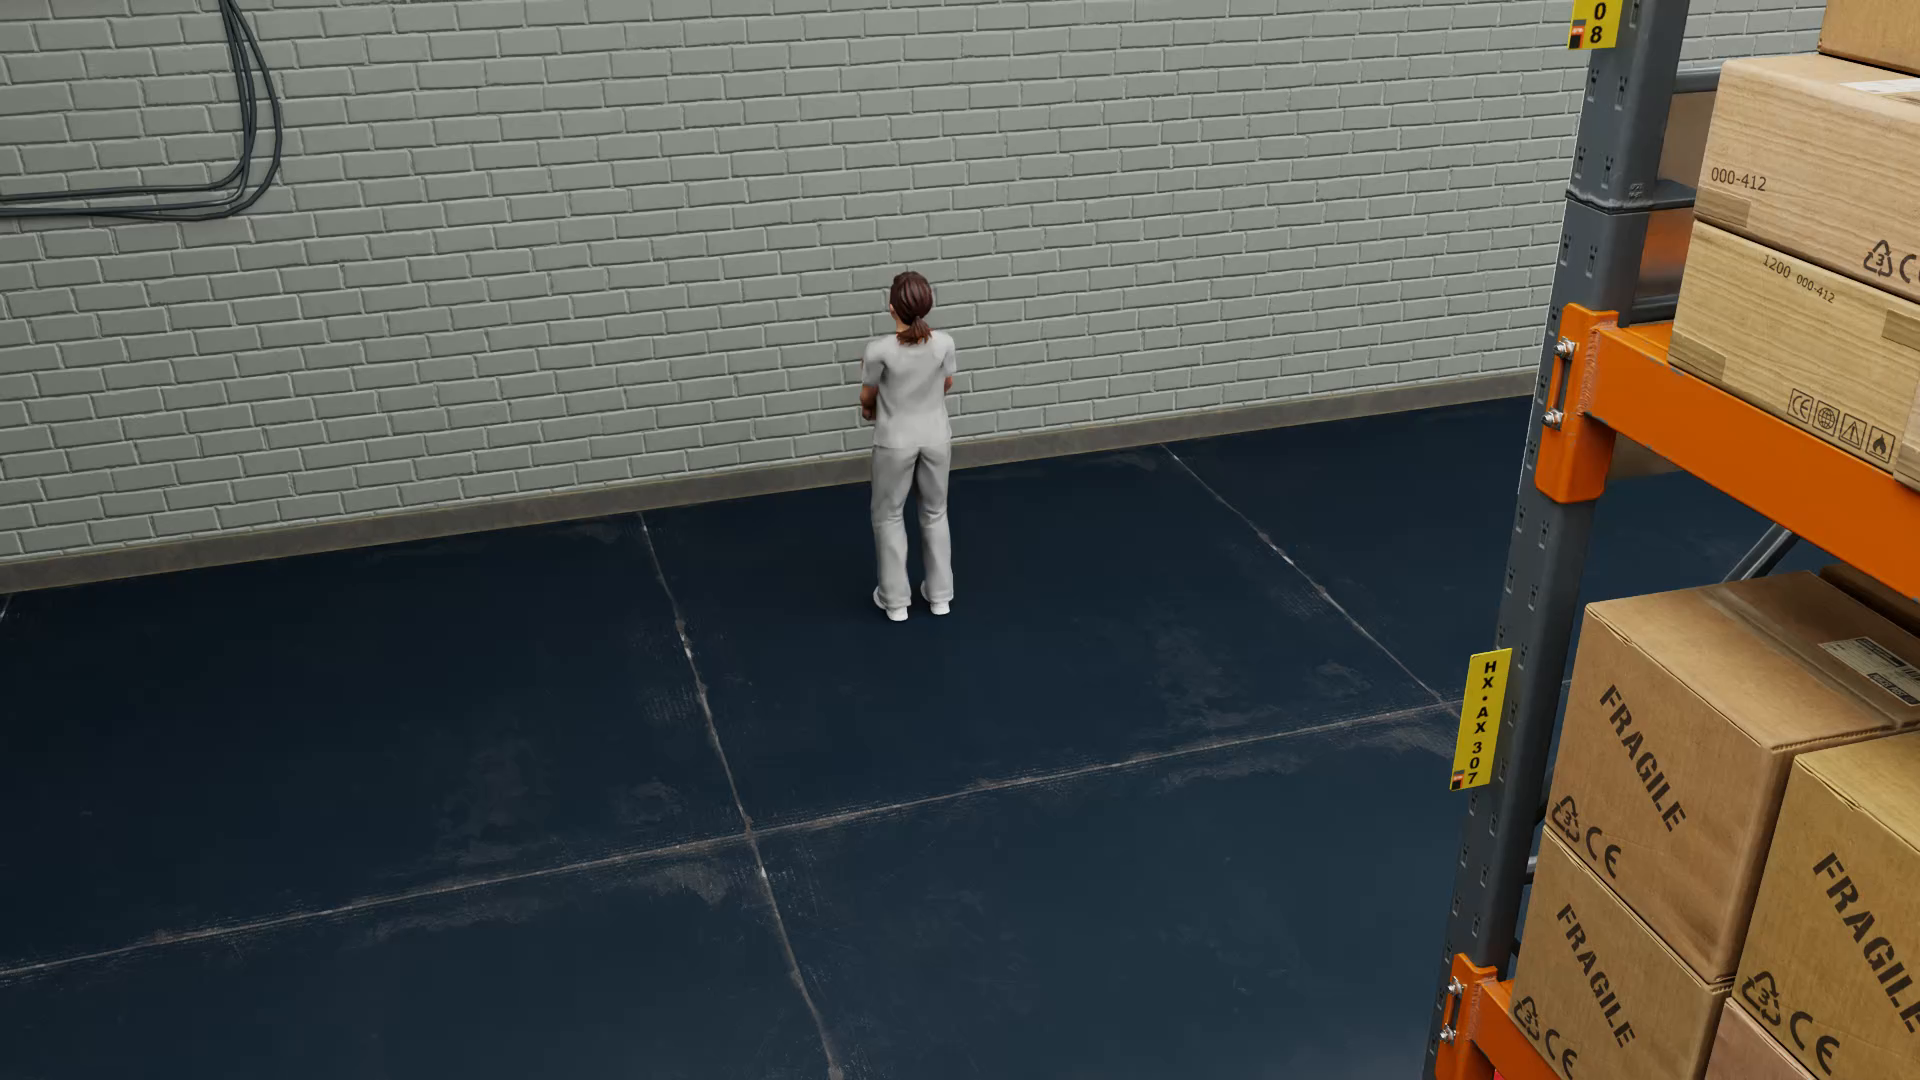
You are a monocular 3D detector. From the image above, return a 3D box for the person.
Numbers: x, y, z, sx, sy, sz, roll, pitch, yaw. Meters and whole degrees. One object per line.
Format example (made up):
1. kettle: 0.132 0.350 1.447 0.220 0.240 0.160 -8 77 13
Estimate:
1. person: -0.244 -0.446 7.526 0.438 1.662 0.559 -8 28 -16
